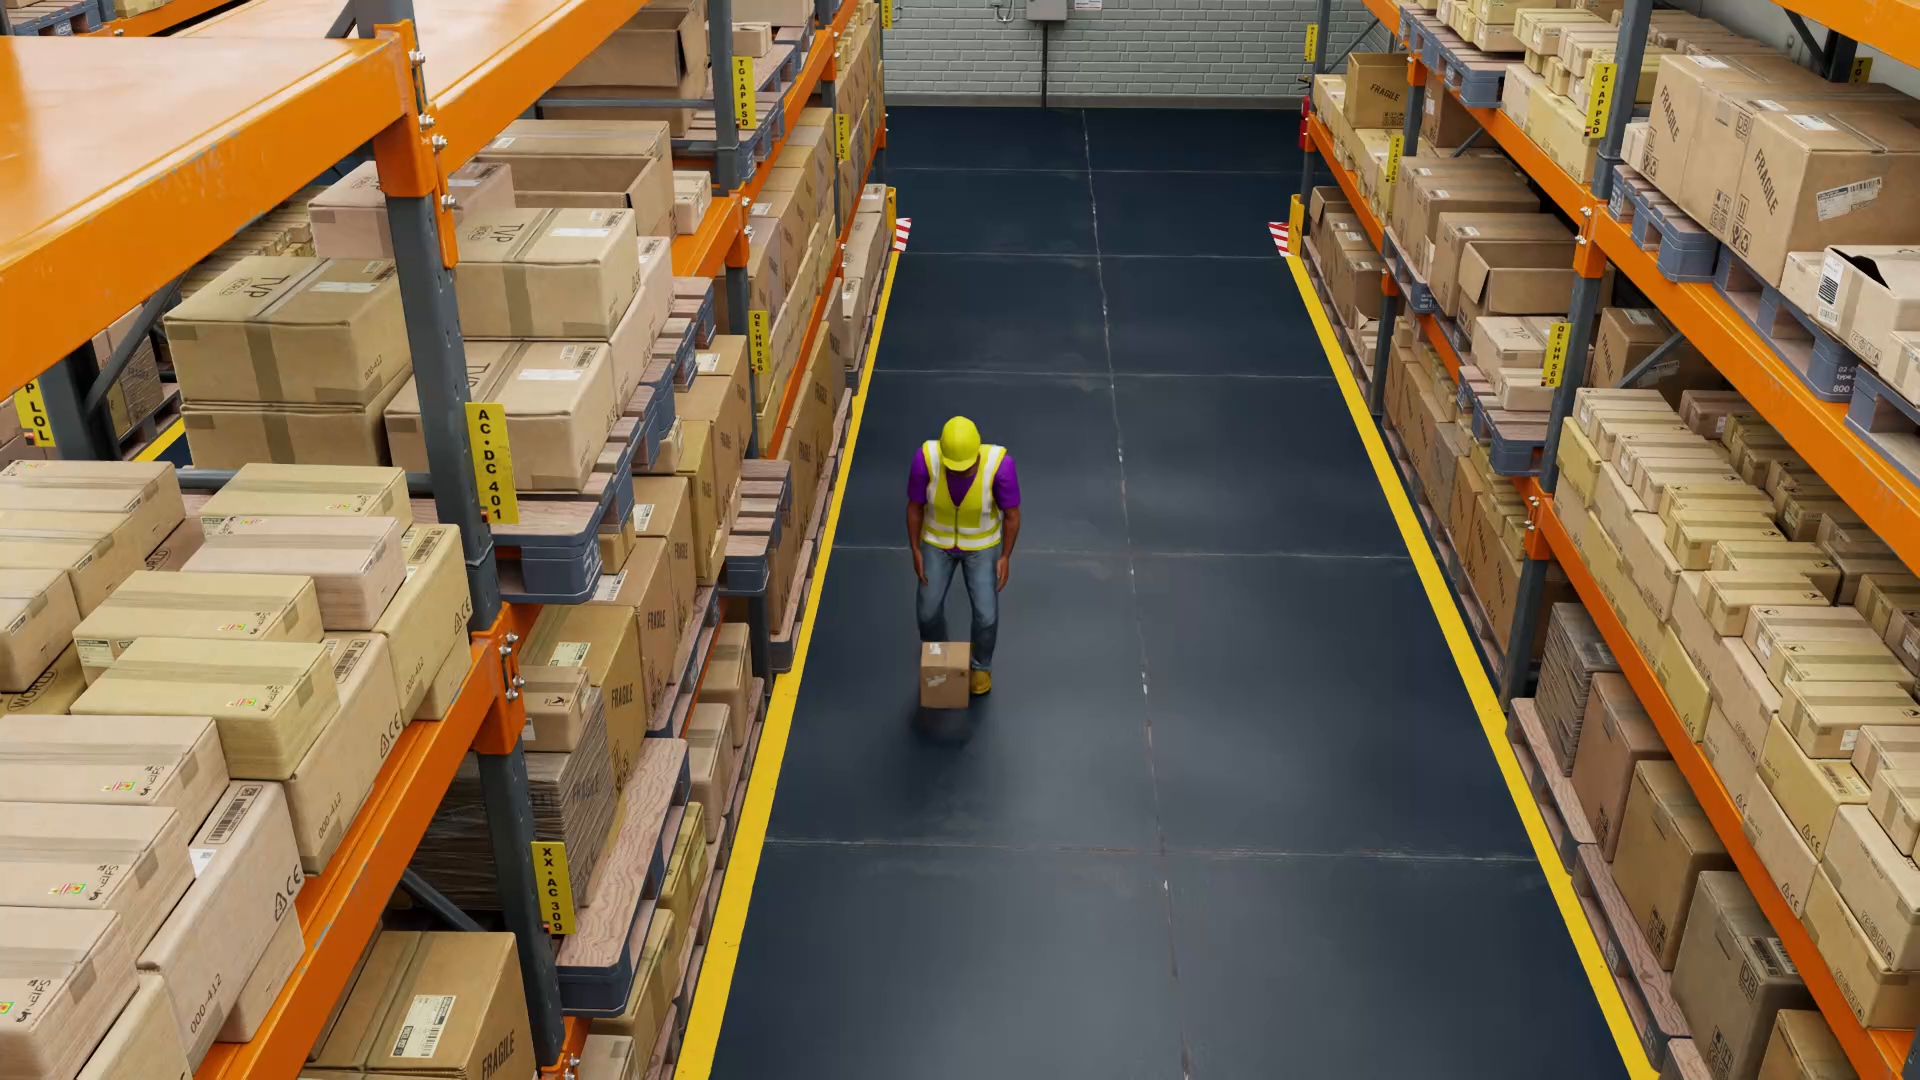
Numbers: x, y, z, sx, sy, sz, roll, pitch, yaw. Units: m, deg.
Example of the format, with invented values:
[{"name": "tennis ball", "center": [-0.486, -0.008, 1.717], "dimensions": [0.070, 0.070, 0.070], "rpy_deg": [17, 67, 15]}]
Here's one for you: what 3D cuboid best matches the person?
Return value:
[{"name": "person", "center": [0.018, 0.054, 8.853], "dimensions": [0.610, 1.651, 0.554], "rpy_deg": [4, 28, 8]}]
